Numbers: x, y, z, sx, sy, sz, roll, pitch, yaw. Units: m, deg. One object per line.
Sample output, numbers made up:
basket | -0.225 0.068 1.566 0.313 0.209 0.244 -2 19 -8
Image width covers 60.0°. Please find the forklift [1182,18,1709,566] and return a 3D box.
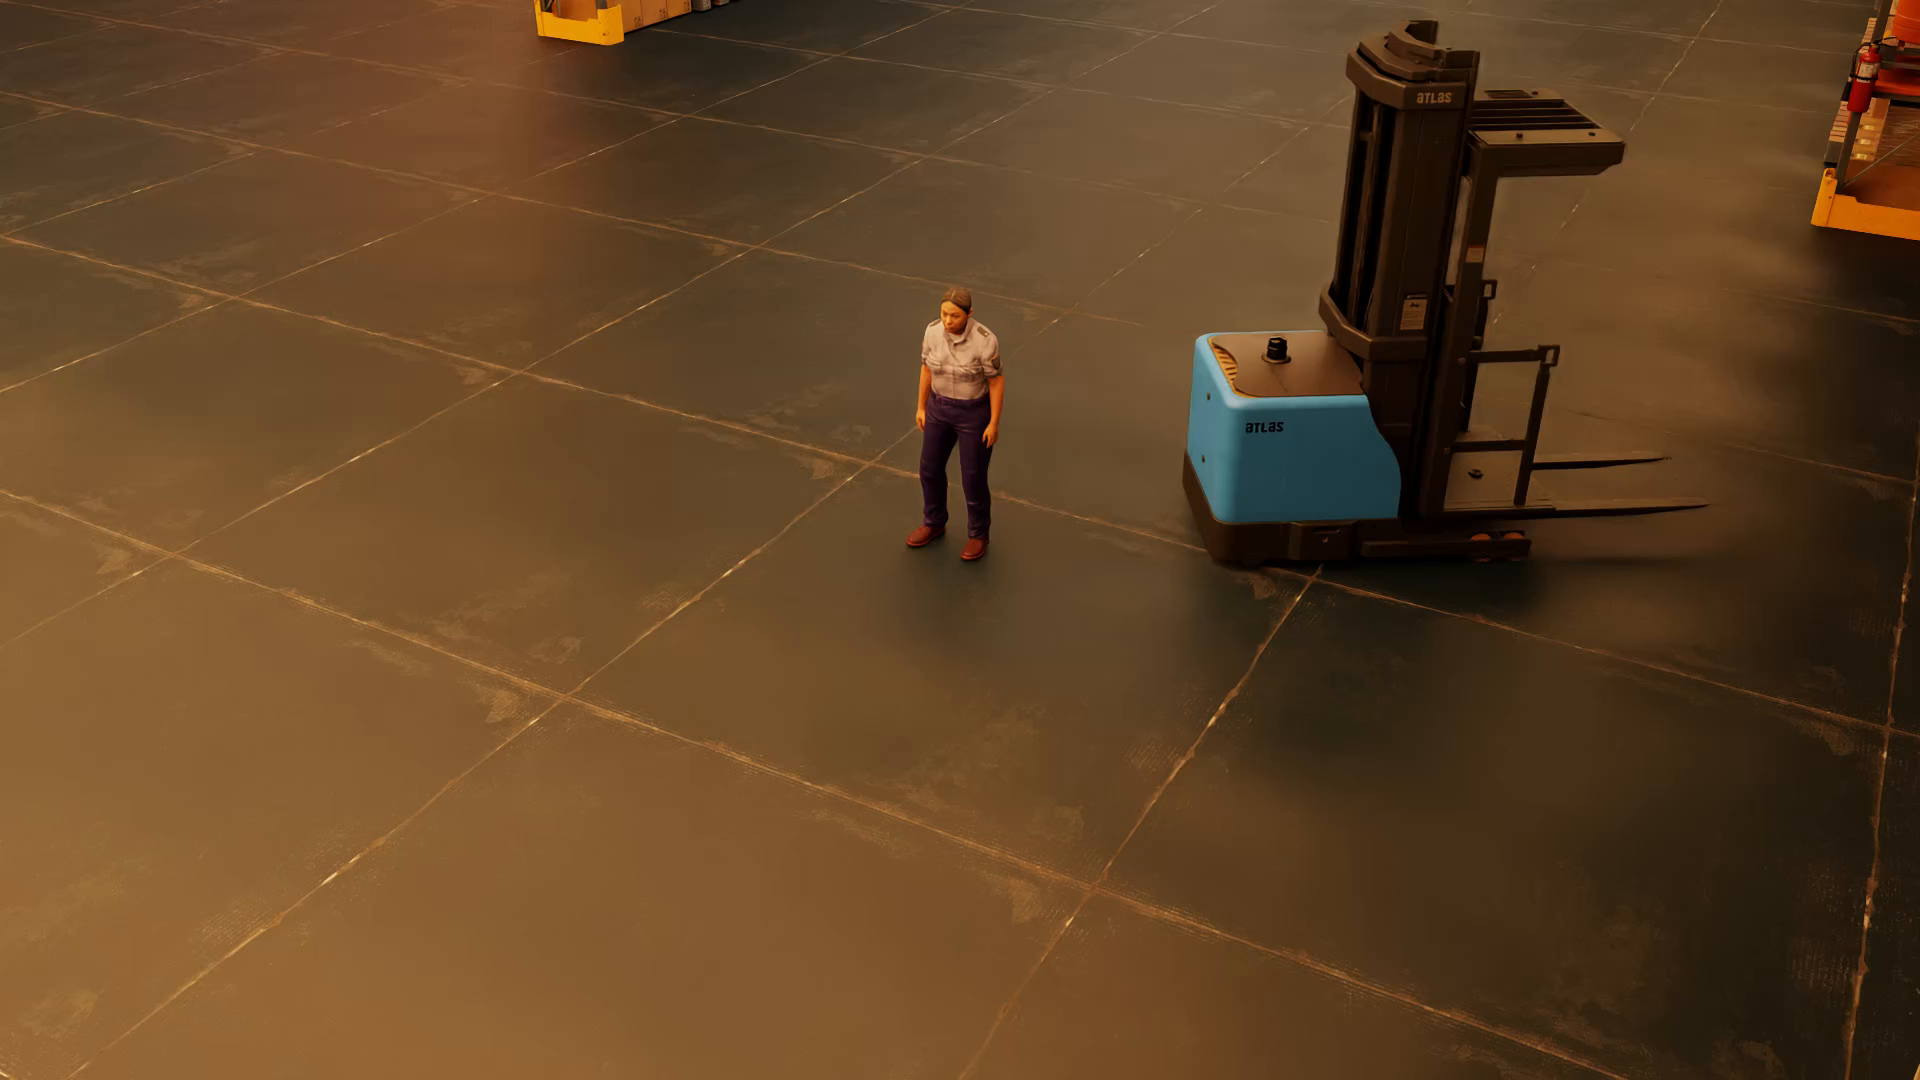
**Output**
forklift | 2.940 -1.400 9.497 3.031 2.935 1.130 -2 30 -4

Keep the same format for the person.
person | -0.016 -0.702 9.569 0.546 1.651 0.373 14 33 23
